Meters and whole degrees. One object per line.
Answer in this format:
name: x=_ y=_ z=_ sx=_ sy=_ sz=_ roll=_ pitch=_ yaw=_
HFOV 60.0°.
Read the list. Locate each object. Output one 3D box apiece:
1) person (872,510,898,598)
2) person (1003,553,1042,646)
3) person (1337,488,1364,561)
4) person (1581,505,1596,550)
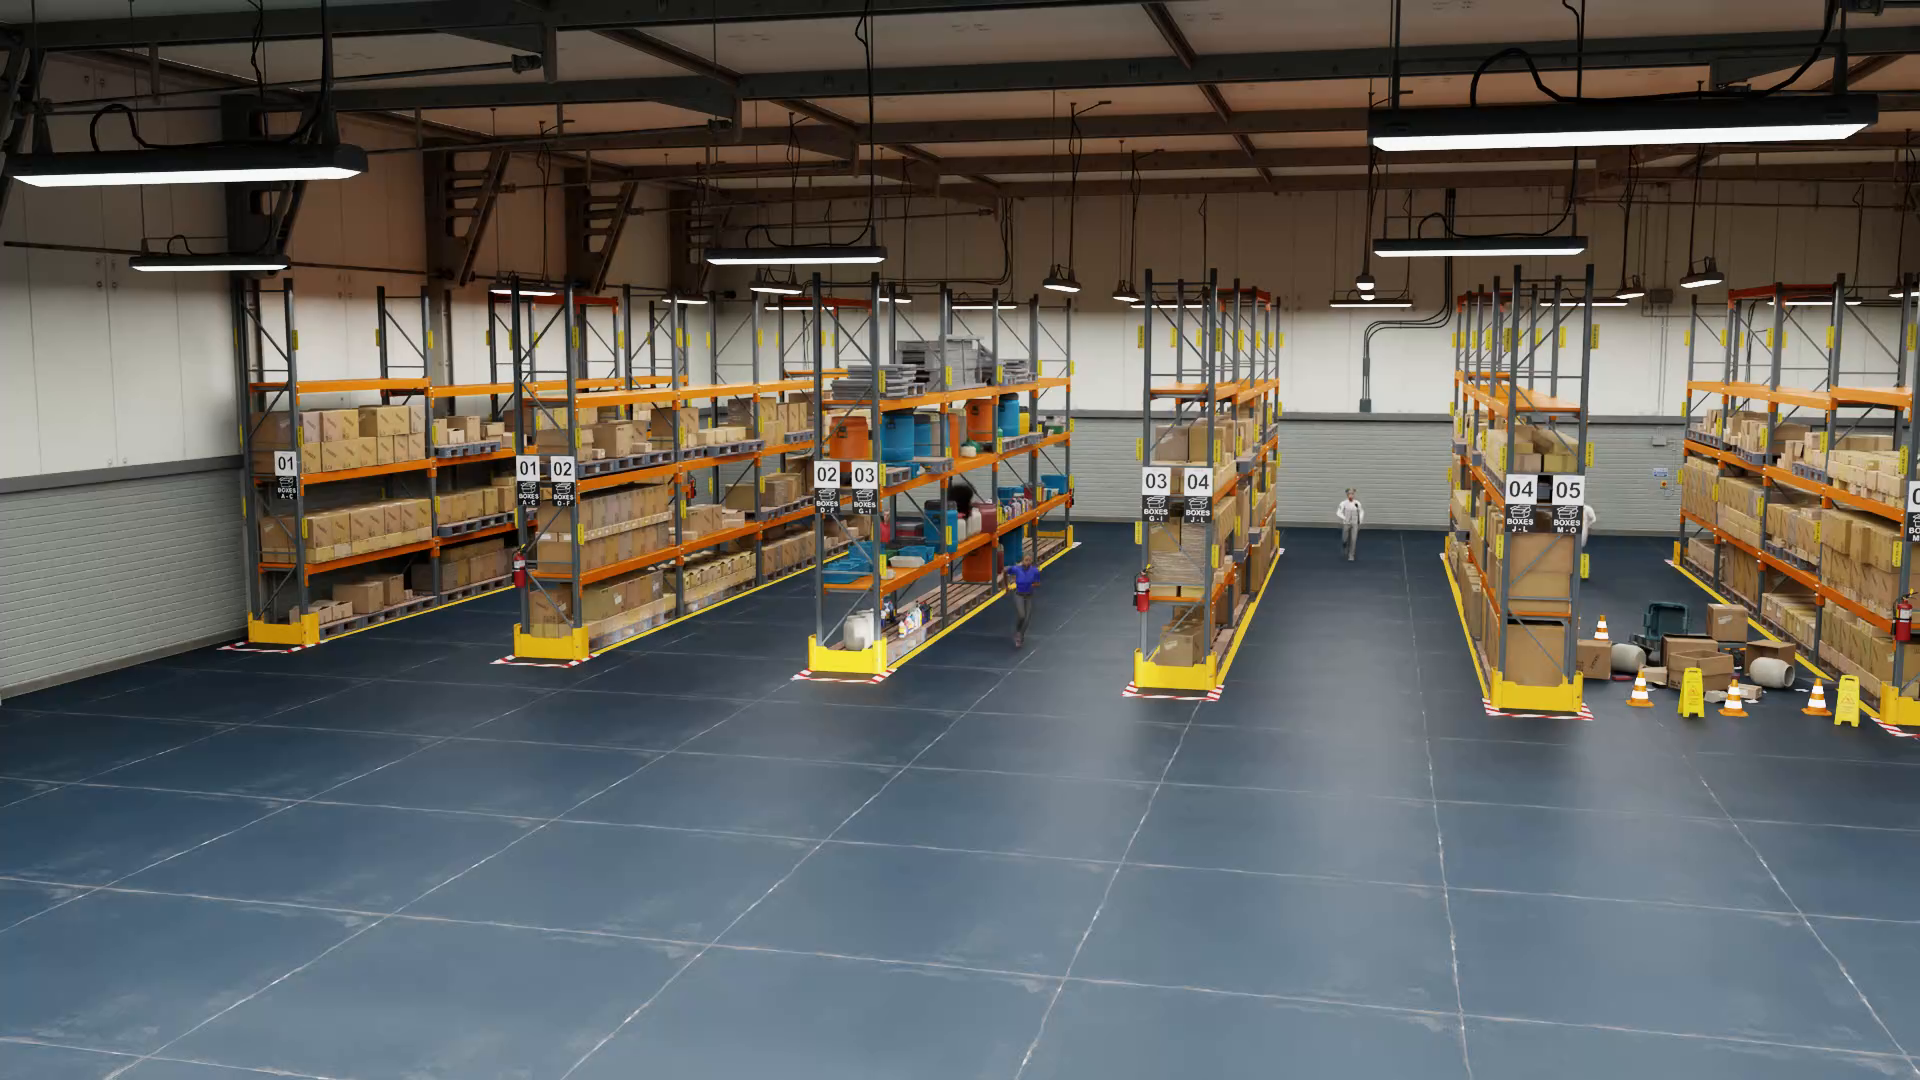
person: x=-1.413 y=0.254 z=32.644 sx=0.674 sy=1.682 sz=0.782 roll=1 pitch=7 yaw=12
person: x=1.030 y=0.977 z=27.046 sx=0.562 sy=1.575 sz=0.778 roll=-2 pitch=7 yaw=-15
person: x=8.900 y=-0.370 z=37.956 sx=0.592 sy=1.654 sz=0.723 roll=1 pitch=7 yaw=7
person: x=13.227 y=-0.127 z=35.604 sx=0.715 sy=1.740 sz=0.633 roll=0 pitch=7 yaw=1
